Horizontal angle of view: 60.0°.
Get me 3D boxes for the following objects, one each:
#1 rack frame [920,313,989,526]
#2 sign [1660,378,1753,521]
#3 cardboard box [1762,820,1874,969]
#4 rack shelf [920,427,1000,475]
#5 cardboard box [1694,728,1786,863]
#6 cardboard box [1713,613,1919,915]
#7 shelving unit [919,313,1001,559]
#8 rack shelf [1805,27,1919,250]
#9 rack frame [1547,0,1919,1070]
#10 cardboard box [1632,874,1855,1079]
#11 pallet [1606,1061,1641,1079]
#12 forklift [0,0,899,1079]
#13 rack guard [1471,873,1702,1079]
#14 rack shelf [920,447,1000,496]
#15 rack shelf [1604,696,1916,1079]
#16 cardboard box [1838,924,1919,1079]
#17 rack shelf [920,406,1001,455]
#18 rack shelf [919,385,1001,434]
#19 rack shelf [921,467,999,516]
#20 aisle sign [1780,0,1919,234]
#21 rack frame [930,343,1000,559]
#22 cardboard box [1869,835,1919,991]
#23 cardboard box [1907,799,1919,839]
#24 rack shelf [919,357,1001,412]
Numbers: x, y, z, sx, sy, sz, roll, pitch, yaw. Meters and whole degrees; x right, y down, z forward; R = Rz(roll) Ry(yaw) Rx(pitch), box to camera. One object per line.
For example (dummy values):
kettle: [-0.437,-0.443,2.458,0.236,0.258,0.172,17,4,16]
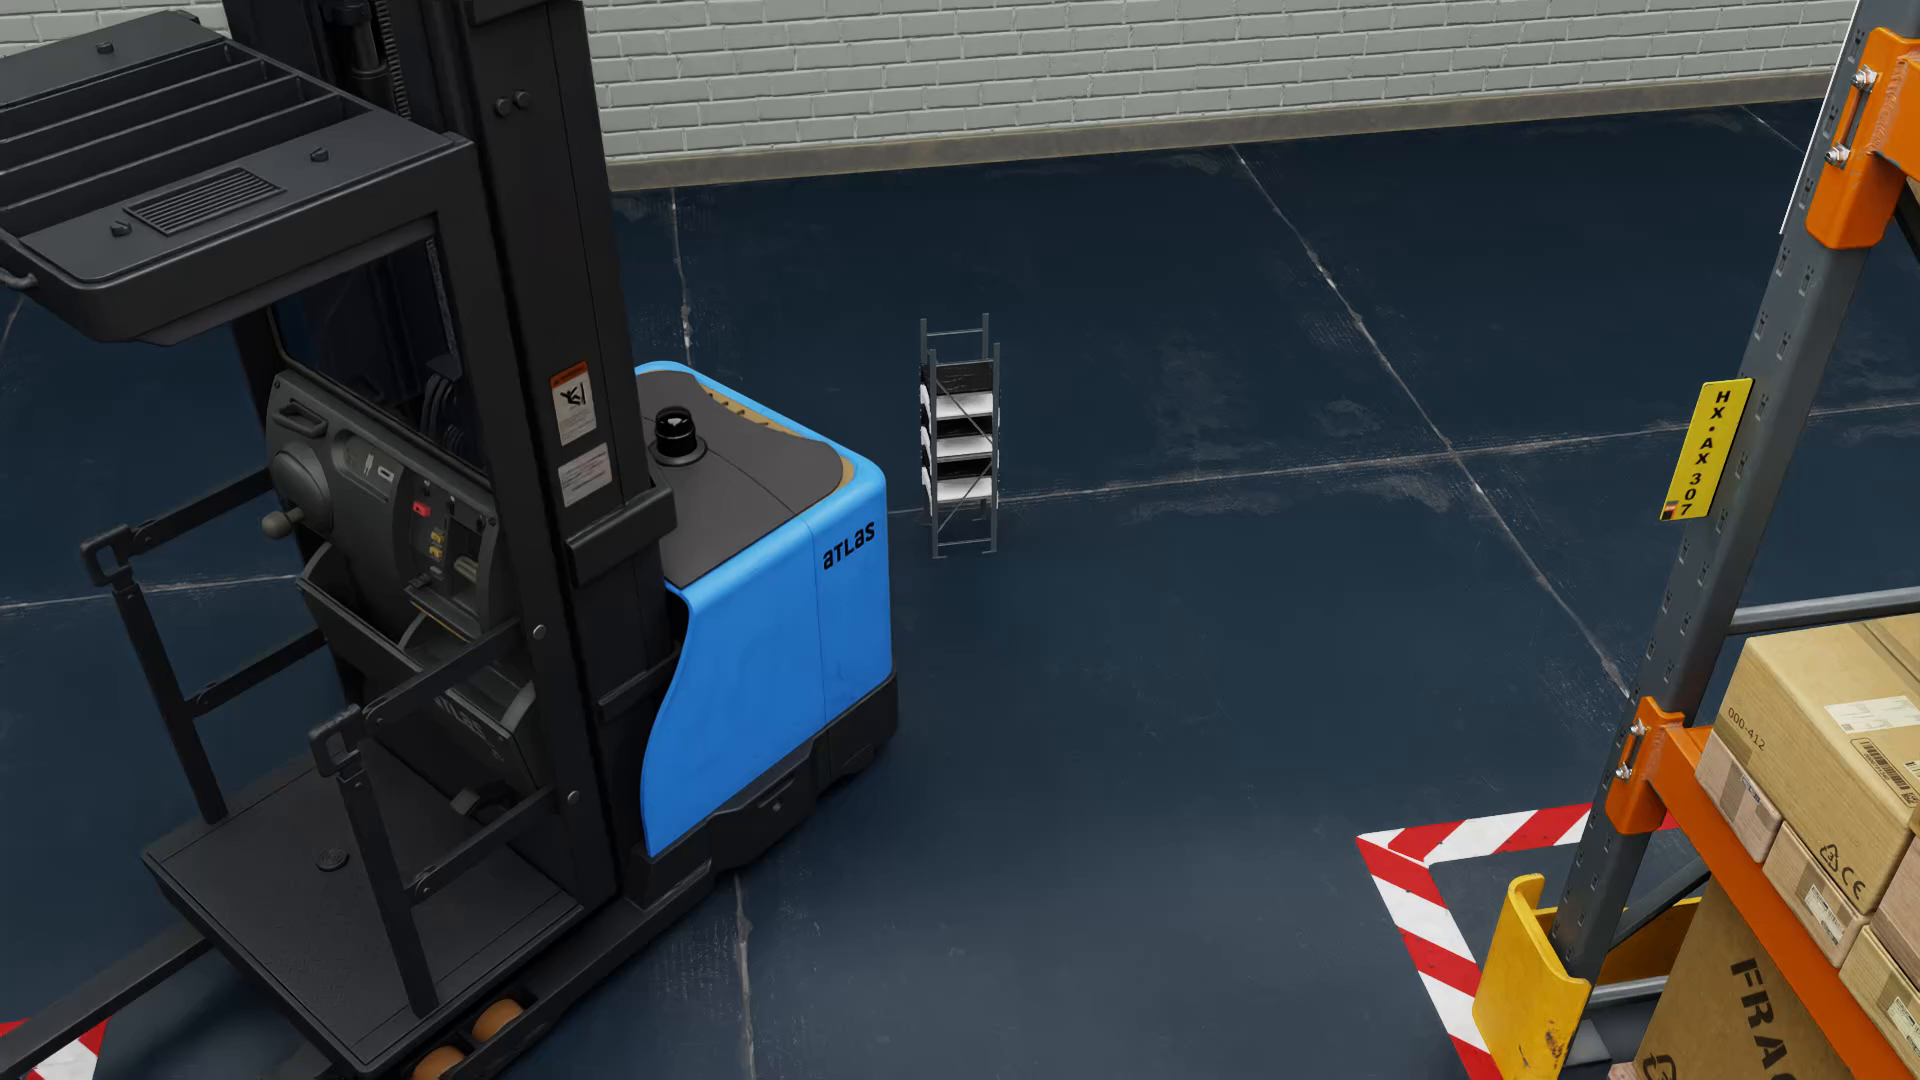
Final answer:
rack frame: [-0.019,-0.422,6.059,0.240,0.900,0.006,-6,38,-8]
sign: [1.459,-0.173,3.258,0.100,0.325,0.005,-6,38,-8]
cardboard box: [1.791,0.648,3.176,0.380,0.149,0.250,-7,38,-9]
rack shelf: [-0.001,-0.334,6.001,0.258,0.077,0.200,-6,38,-8]
cardboard box: [1.744,0.493,3.375,0.380,0.149,0.250,-6,38,-7]
cardboard box: [1.825,0.405,3.164,0.500,0.250,0.500,-7,38,-9]
shelving unit: [-0.001,-0.360,5.980,0.258,0.900,0.210,-6,38,-8]
rack shelf: [2.358,0.451,1.365,1.077,0.370,4.000,-6,38,-8]
rack frame: [2.007,0.144,3.620,1.000,3.000,0.127,-6,38,-8]
cardboard box: [2.198,1.195,3.656,0.875,0.875,0.875,-6,38,-8]
pallet: [2.224,1.720,3.865,1.003,0.211,1.213,-6,38,-8]
forklift: [-1.538,-0.022,3.890,1.130,2.935,3.031,28,46,31]
rack guard: [2.003,1.117,4.405,1.175,0.500,0.348,-6,38,-8]
rack shelf: [-0.001,-0.263,6.056,0.258,0.077,0.200,-6,38,-8]
rack shelf: [2.358,1.636,2.286,1.077,0.370,4.000,-6,38,-8]
cardboard box: [1.836,0.802,2.977,0.380,0.149,0.250,-7,38,-9]
rack shelf: [-0.001,-0.405,5.945,0.258,0.077,0.200,-6,38,-8]
rack shelf: [-0.001,-0.476,5.890,0.258,0.077,0.200,-6,38,-8]
rack shelf: [-0.001,-0.192,6.111,0.258,0.077,0.200,-6,38,-8]
aisle sign: [1.699,-0.894,2.837,0.394,0.787,0.004,-6,38,-8]
rack frame: [0.016,-0.299,5.901,0.240,0.900,0.006,-6,38,-8]
cardboard box: [1.923,0.718,2.761,0.500,0.250,0.500,-7,38,-9]
cardboard box: [1.913,0.410,2.545,0.500,0.500,0.500,-7,38,-9]
rack shelf: [-0.001,-0.547,5.835,0.258,0.077,0.200,-6,38,-8]
